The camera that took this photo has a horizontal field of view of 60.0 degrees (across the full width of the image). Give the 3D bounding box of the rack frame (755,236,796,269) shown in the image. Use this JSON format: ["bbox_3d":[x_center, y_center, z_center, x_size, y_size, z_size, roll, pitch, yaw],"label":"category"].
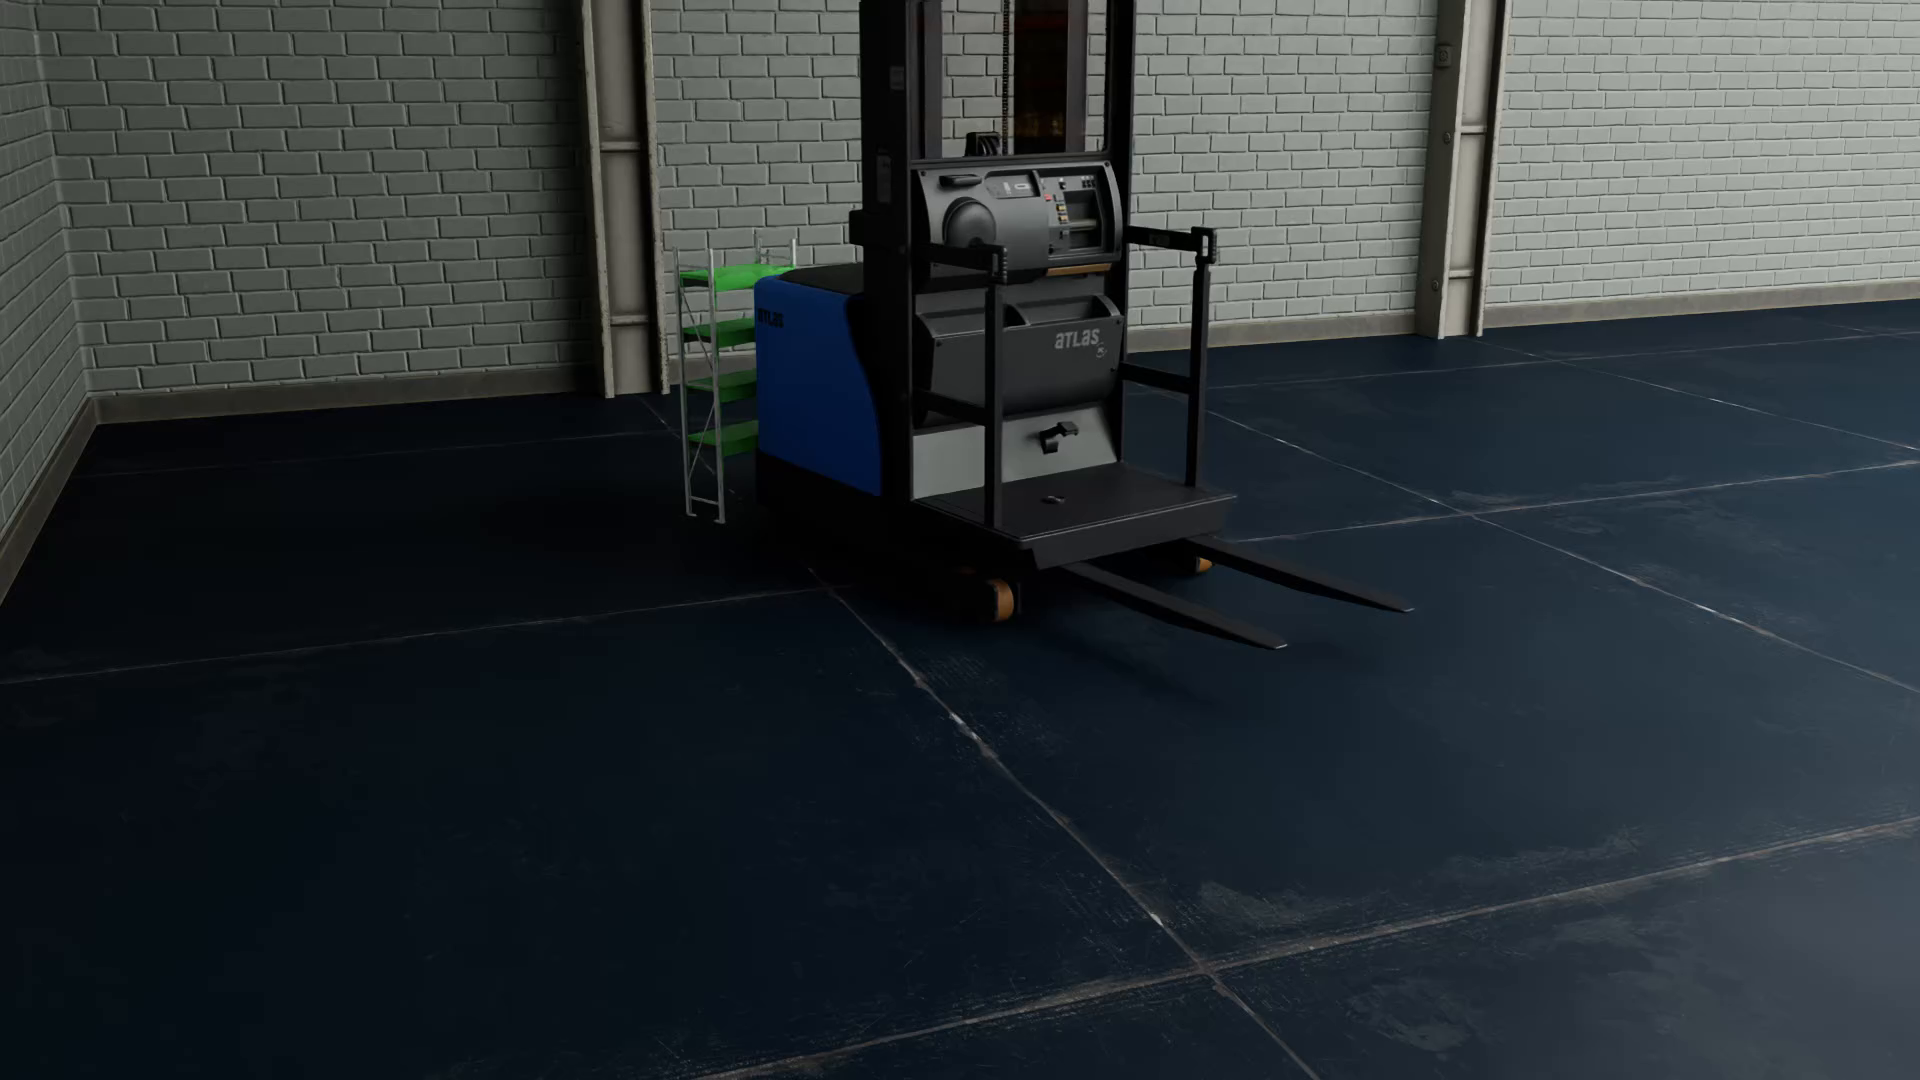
[{"bbox_3d":[-0.827,-0.778,7.616,0.240,1.200,0.015,13,21,38],"label":"rack frame"}]

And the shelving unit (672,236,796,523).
[{"bbox_3d":[-0.982,-0.725,7.435,0.258,1.200,0.503,13,21,38],"label":"shelving unit"}]

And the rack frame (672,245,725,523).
[{"bbox_3d":[-1.138,-0.672,7.255,0.240,1.200,0.015,13,21,38],"label":"rack frame"}]

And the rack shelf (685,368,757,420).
[{"bbox_3d":[-0.982,-0.664,7.453,0.258,0.148,0.480,13,21,38],"label":"rack shelf"}]

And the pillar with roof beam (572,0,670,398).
[{"bbox_3d":[-0.467,-4.099,5.084,0.400,9.000,9.100,-6,17,-20],"label":"pillar with roof beam"}]

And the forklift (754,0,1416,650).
[{"bbox_3d":[0.364,-1.256,6.173,1.130,2.935,3.031,-11,20,-34],"label":"forklift"}]

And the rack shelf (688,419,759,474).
[{"bbox_3d":[-0.981,-0.433,7.520,0.258,0.148,0.480,13,21,38],"label":"rack shelf"}]

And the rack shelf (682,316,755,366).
[{"bbox_3d":[-0.983,-0.894,7.386,0.258,0.148,0.480,13,21,38],"label":"rack shelf"}]

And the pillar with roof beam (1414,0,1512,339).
[{"bbox_3d":[5.136,-4.704,7.144,0.400,9.000,9.100,-6,17,-20],"label":"pillar with roof beam"}]

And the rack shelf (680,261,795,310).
[{"bbox_3d":[-0.984,-1.125,7.320,0.258,0.148,0.480,13,21,38],"label":"rack shelf"}]
